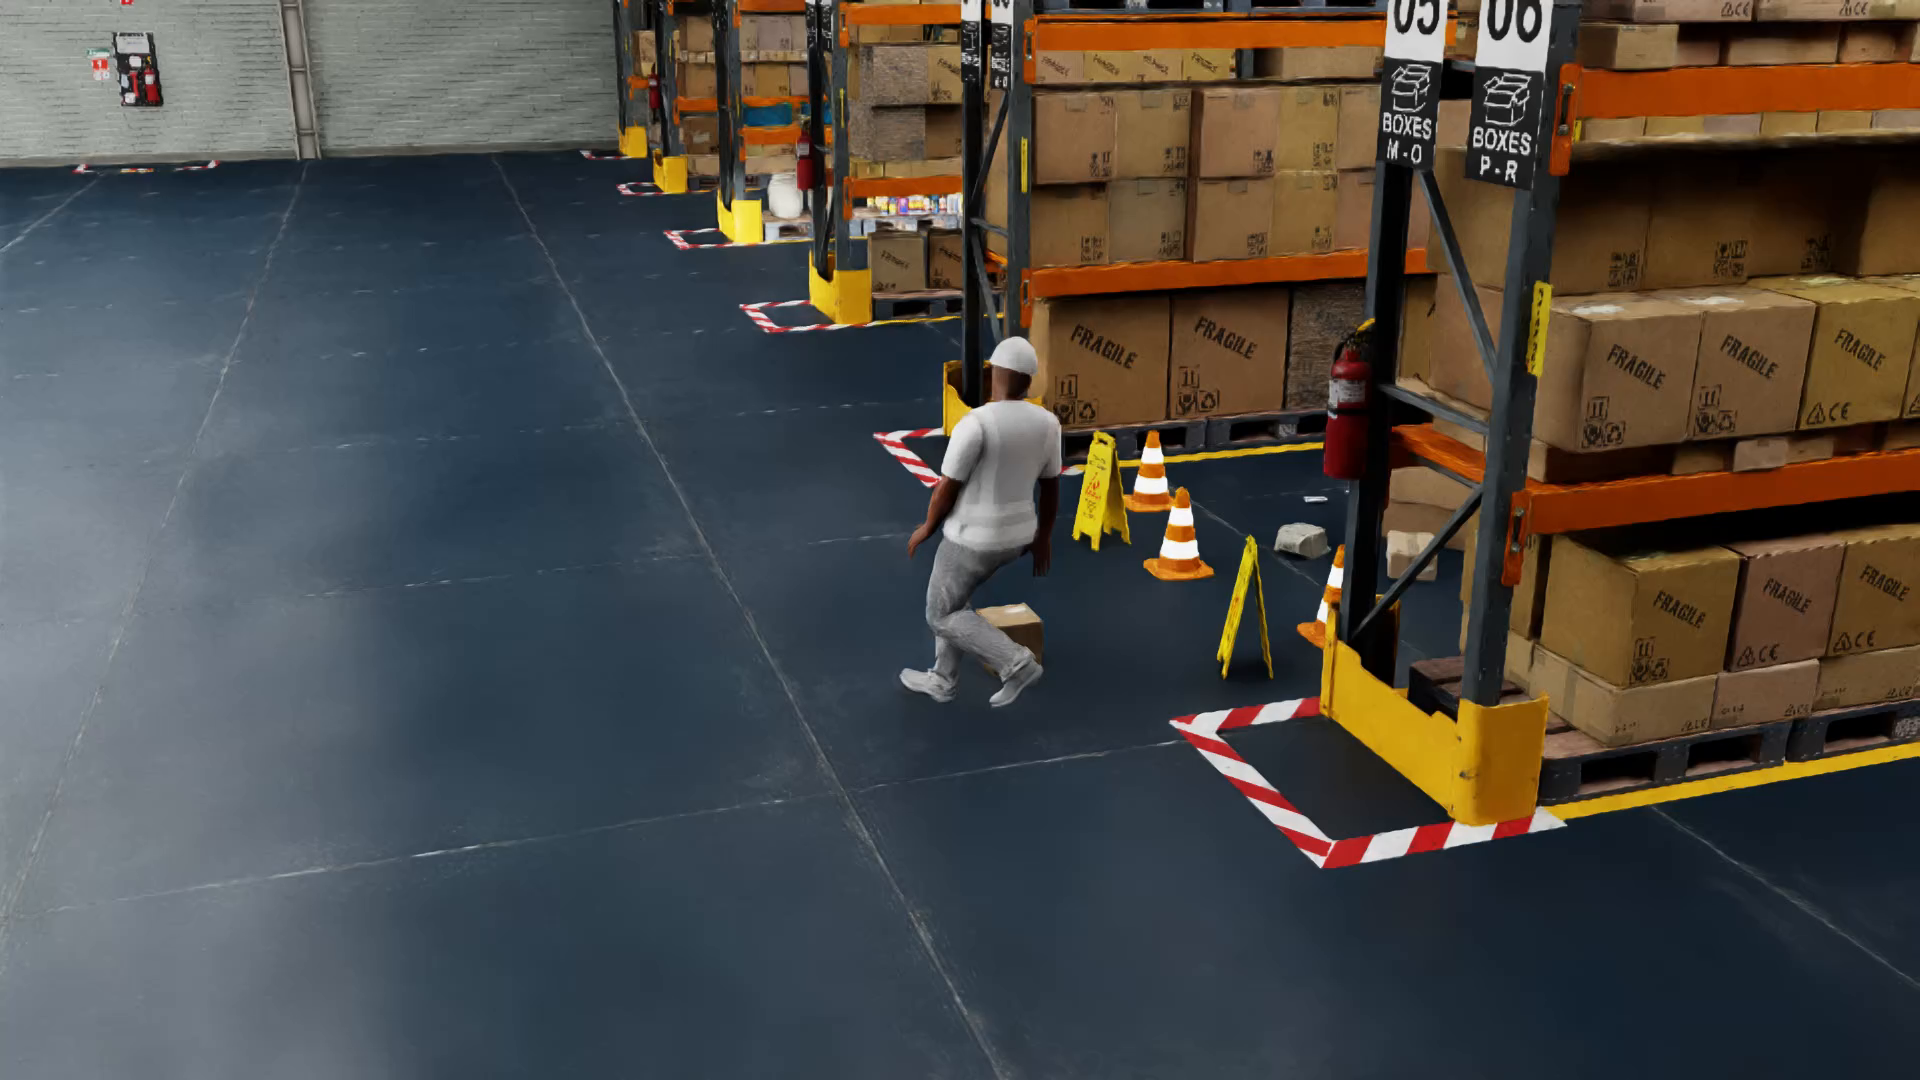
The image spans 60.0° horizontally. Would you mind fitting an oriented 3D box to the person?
[{"bbox_3d":[0.095,-0.059,7.210,0.582,1.686,0.799,-18,26,-41],"label":"person"}]
